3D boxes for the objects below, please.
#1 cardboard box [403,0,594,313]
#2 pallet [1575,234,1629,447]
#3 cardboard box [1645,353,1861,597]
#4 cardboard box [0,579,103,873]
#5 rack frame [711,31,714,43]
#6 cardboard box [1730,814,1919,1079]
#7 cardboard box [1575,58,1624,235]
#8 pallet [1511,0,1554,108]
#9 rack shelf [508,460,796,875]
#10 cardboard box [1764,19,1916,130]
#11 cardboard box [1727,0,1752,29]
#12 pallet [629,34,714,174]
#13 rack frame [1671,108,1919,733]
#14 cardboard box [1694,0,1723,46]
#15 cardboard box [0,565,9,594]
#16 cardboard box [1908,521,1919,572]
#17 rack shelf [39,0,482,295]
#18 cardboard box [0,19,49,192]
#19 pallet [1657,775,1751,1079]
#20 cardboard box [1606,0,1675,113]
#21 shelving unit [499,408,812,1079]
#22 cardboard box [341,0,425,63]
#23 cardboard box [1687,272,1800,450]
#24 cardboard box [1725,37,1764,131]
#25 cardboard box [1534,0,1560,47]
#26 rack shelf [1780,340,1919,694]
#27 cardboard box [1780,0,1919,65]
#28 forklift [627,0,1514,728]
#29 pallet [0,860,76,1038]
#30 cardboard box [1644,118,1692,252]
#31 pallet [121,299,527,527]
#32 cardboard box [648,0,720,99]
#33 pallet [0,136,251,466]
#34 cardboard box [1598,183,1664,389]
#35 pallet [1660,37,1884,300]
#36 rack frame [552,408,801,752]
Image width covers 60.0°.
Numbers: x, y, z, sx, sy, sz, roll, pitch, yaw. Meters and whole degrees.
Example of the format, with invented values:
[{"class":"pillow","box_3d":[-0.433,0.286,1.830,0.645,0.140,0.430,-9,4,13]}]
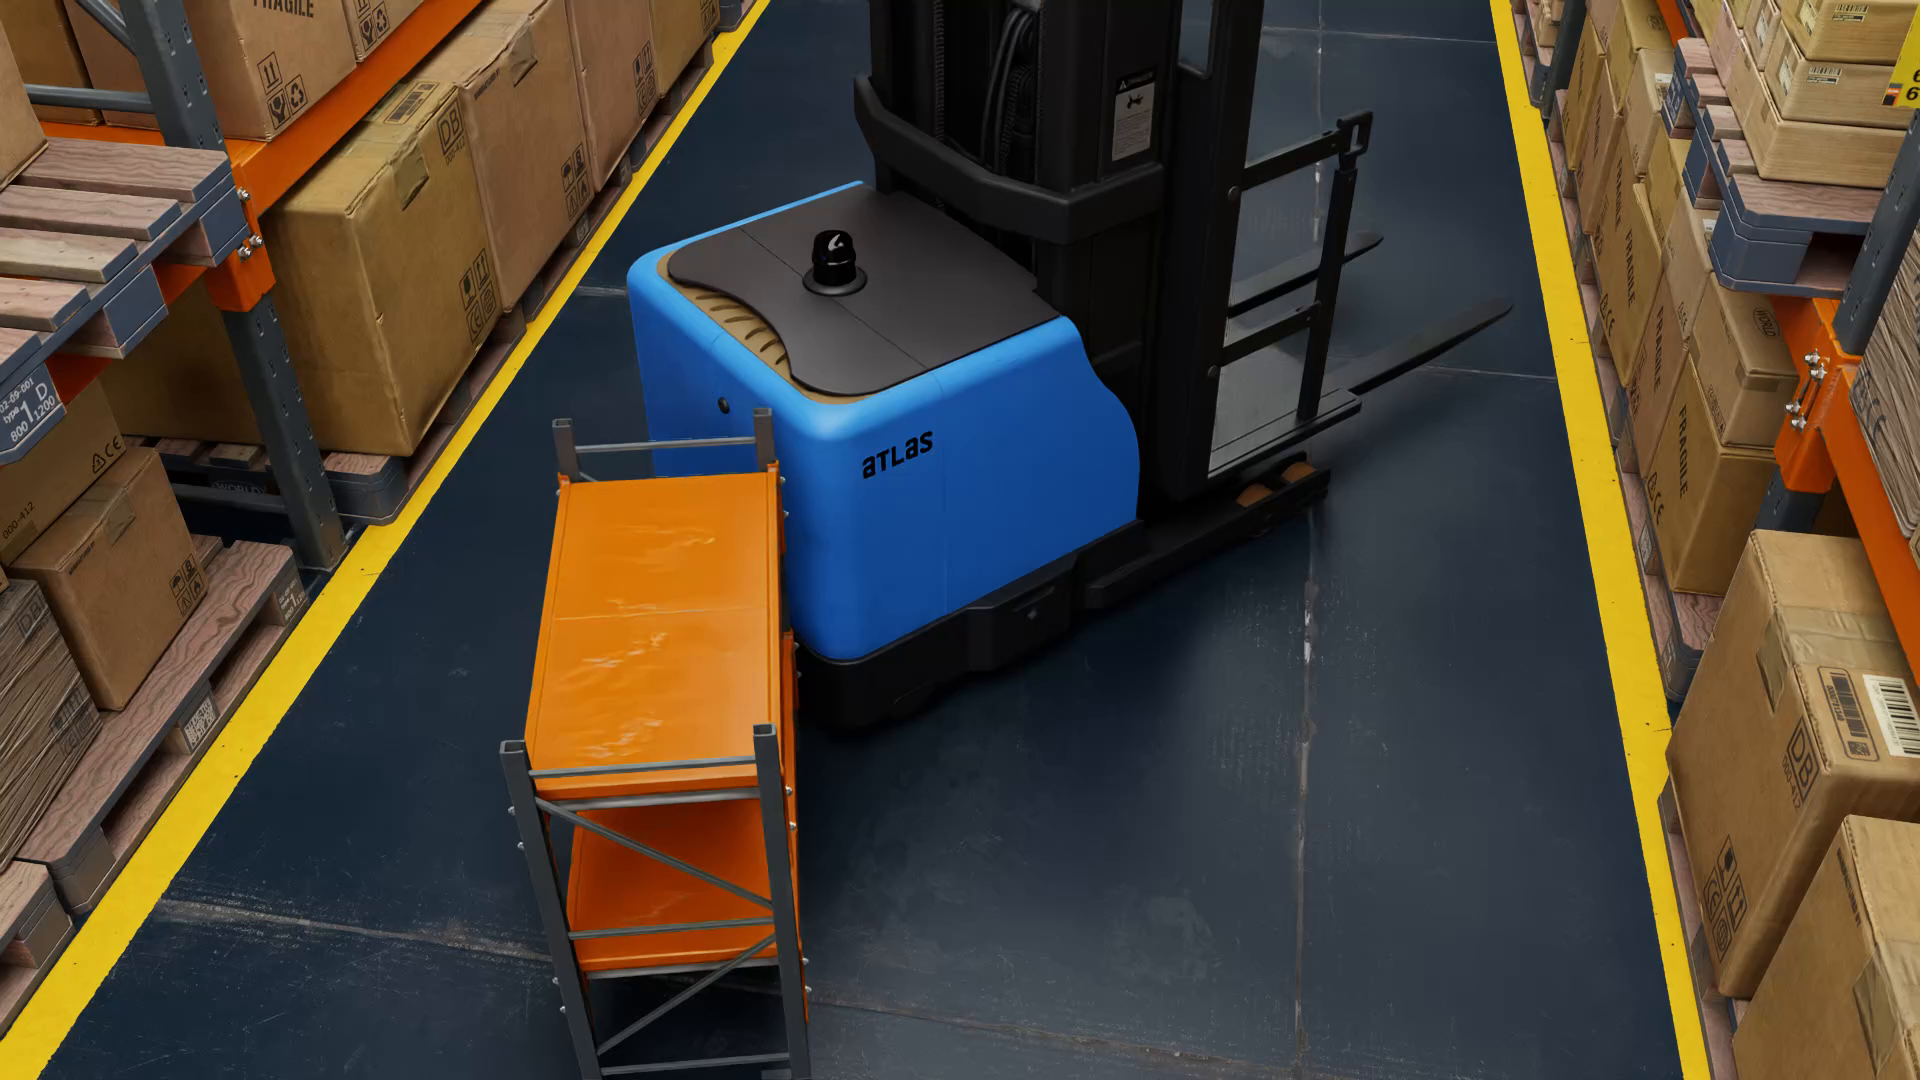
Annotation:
[{"class":"cardboard box","box_3d":[-2.113,-1.475,6.017,1.225,0.875,0.875,7,40,8]},{"class":"pallet","box_3d":[2.803,-0.711,5.944,1.003,0.211,1.213,6,40,8]},{"class":"cardboard box","box_3d":[2.309,-0.172,4.736,0.500,0.500,0.500,6,40,7]},{"class":"cardboard box","box_3d":[-2.594,0.424,4.000,0.700,0.500,0.500,3,40,4]},{"class":"rack frame","box_3d":[-1.722,-3.653,7.314,1.000,3.000,0.127,6,40,8]},{"class":"cardboard box","box_3d":[2.111,1.095,3.008,1.050,0.750,0.750,7,40,8]},{"class":"cardboard box","box_3d":[2.666,-1.474,6.311,0.500,0.500,0.500,8,40,10]},{"class":"pallet","box_3d":[3.227,-2.393,7.979,1.003,0.211,1.213,6,40,8]},{"class":"rack shelf","box_3d":[-0.636,0.248,3.608,0.538,0.278,1.000,-3,40,-4]},{"class":"cardboard box","box_3d":[2.090,-1.072,3.826,0.380,0.149,0.250,7,40,9]},{"class":"cardboard box","box_3d":[2.178,-1.405,4.229,0.380,0.149,0.250,7,40,9]},{"class":"pallet","box_3d":[-1.782,-2.085,7.607,1.003,0.211,1.213,6,40,8]},{"class":"rack frame","box_3d":[2.453,-0.532,3.539,1.000,3.000,0.127,6,40,8]},{"class":"cardboard box","box_3d":[2.221,-1.430,4.494,0.380,0.149,0.250,6,40,7]},{"class":"cardboard box","box_3d":[-2.583,0.120,3.778,0.500,0.250,0.500,11,41,13]},{"class":"cardboard box","box_3d":[2.024,0.001,2.816,0.500,0.500,0.500,6,40,7]},{"class":"rack shelf","box_3d":[-2.068,-2.120,6.025,1.077,0.370,4.000,6,40,8]},{"class":"cardboard box","box_3d":[-2.469,-0.999,3.697,0.500,0.500,0.500,2,40,2]},{"class":"pallet","box_3d":[2.242,1.029,3.839,1.003,0.211,1.213,6,40,8]},{"class":"cardboard box","box_3d":[2.667,-1.761,6.069,0.500,0.250,0.500,7,40,9]},{"class":"shelving unit","box_3d":[-0.636,0.474,3.794,0.538,1.125,1.048,-3,40,-4]},{"class":"cardboard box","box_3d":[-1.976,-1.780,4.970,0.500,0.500,0.500,5,40,6]},{"class":"cardboard box","box_3d":[2.313,-0.478,4.517,0.500,0.250,0.500,6,40,7]},{"class":"cardboard box","box_3d":[2.130,-1.113,4.110,0.380,0.149,0.250,6,40,8]},{"class":"cardboard box","box_3d":[2.878,-2.389,7.693,0.380,0.149,0.250,7,40,8]},{"class":"rack shelf","box_3d":[2.107,1.001,2.250,1.077,0.370,4.000,6,40,8]},{"class":"cardboard box","box_3d":[2.086,-1.184,3.729,0.380,0.149,0.250,5,40,6]},{"class":"forklift","box_3d":[0.564,-1.384,4.624,3.031,2.935,1.130,-26,46,-28]},{"class":"pallet","box_3d":[-2.765,1.186,3.650,1.003,0.211,1.213,6,40,8]},{"class":"cardboard box","box_3d":[2.493,-1.113,5.286,0.500,0.250,0.500,7,40,9]},{"class":"pallet","box_3d":[-2.204,-0.554,5.754,1.003,0.211,1.213,6,40,8]},{"class":"cardboard box","box_3d":[-1.813,-2.592,7.369,1.225,0.875,0.875,7,40,8]},{"class":"pallet","box_3d":[-2.433,-0.609,3.783,1.213,0.211,1.003,6,40,8]},{"class":"cardboard box","box_3d":[2.478,-0.831,5.534,0.500,0.500,0.500,5,40,6]},{"class":"pallet","box_3d":[2.471,-0.917,4.156,1.213,0.211,1.003,6,40,8]},{"class":"rack frame","box_3d":[-0.685,0.151,4.184,0.500,1.125,0.032,-3,40,-4]}]
